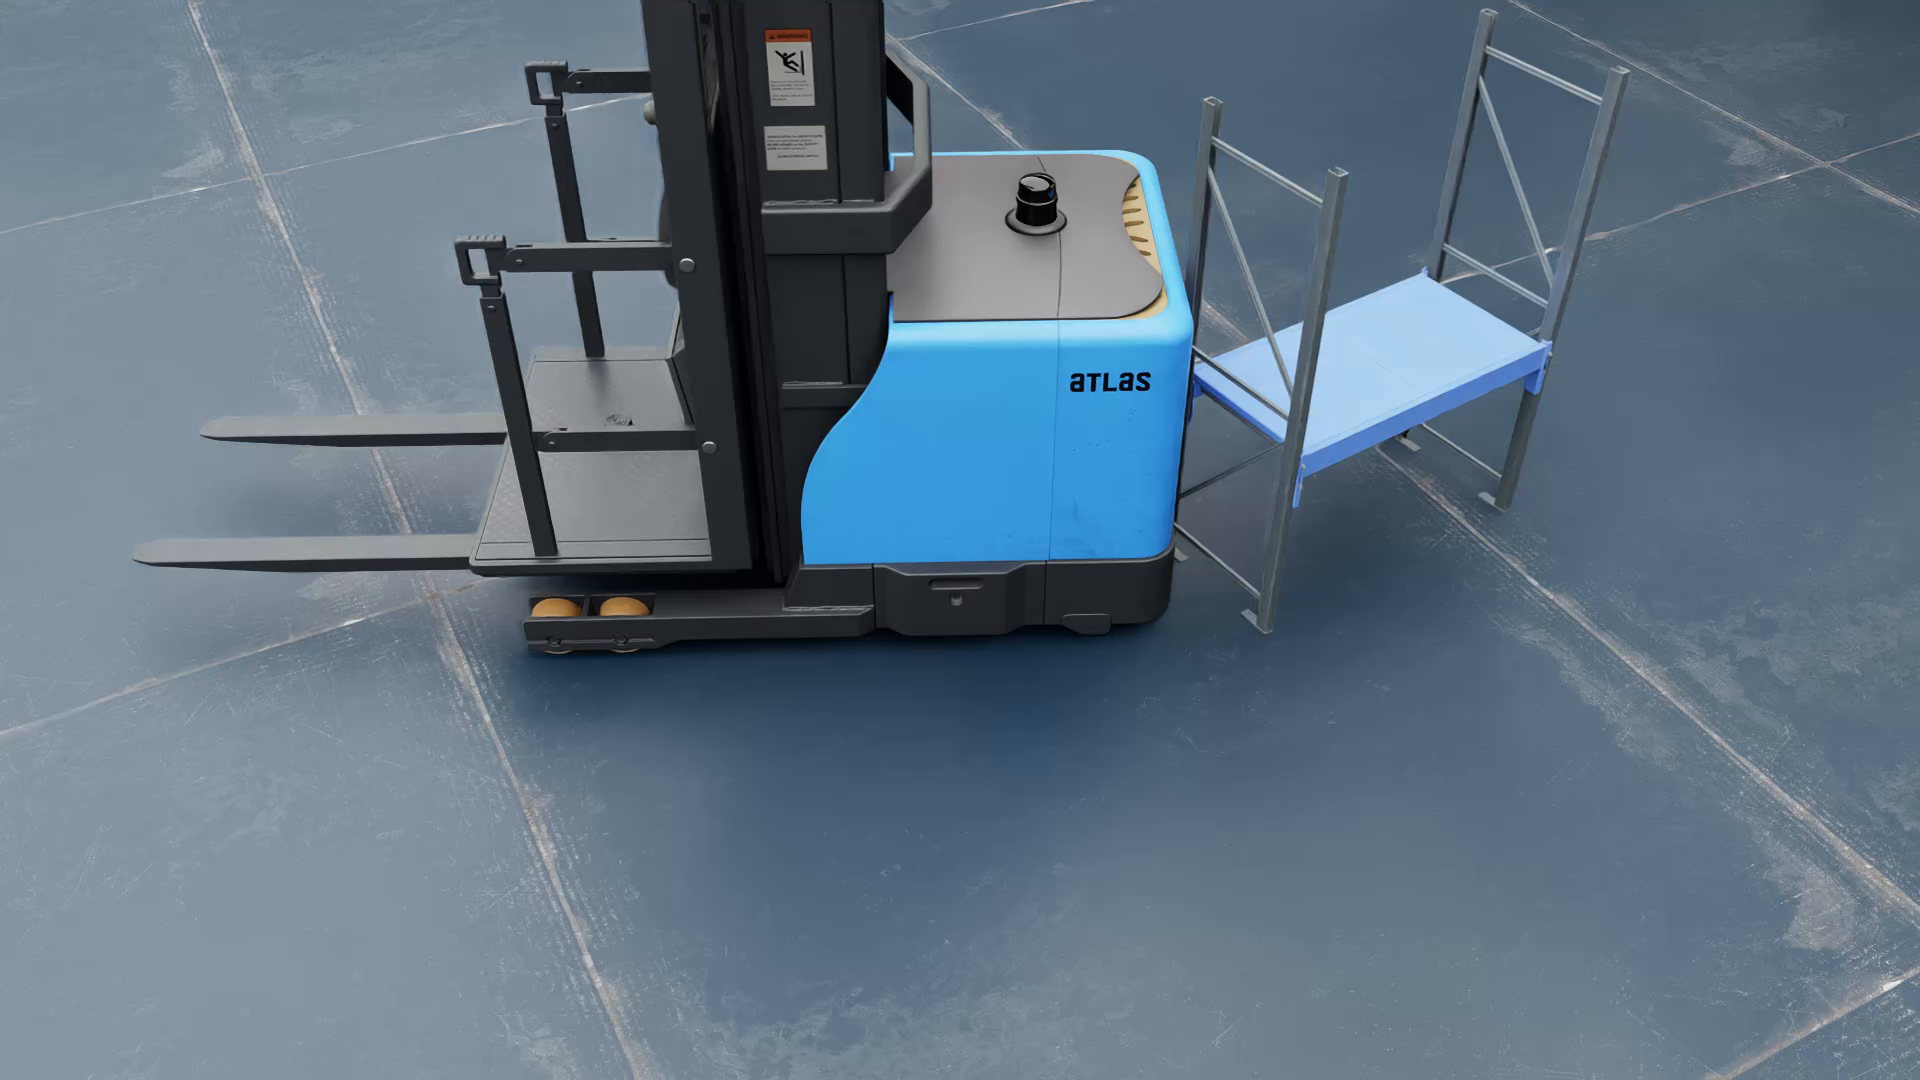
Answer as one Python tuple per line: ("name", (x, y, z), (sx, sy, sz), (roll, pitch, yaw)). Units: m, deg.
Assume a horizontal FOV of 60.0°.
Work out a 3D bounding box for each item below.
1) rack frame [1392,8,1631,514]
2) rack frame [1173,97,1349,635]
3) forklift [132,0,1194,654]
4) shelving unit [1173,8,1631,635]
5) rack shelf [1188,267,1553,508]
("rack frame", (1.620, -0.795, 5.028), (0.032, 1.500, 0.500), (-23, 46, -25))
("rack frame", (0.775, -0.429, 4.596), (0.032, 1.500, 0.500), (-23, 46, -25))
("forklift", (-0.906, -1.134, 4.321), (3.031, 2.935, 1.130), (-1, 40, -1))
("shelving unit", (1.198, -0.612, 4.812), (1.048, 1.500, 0.538), (-23, 46, -25))
("rack shelf", (1.198, -0.475, 4.928), (1.000, 0.185, 0.538), (-23, 46, -25))
